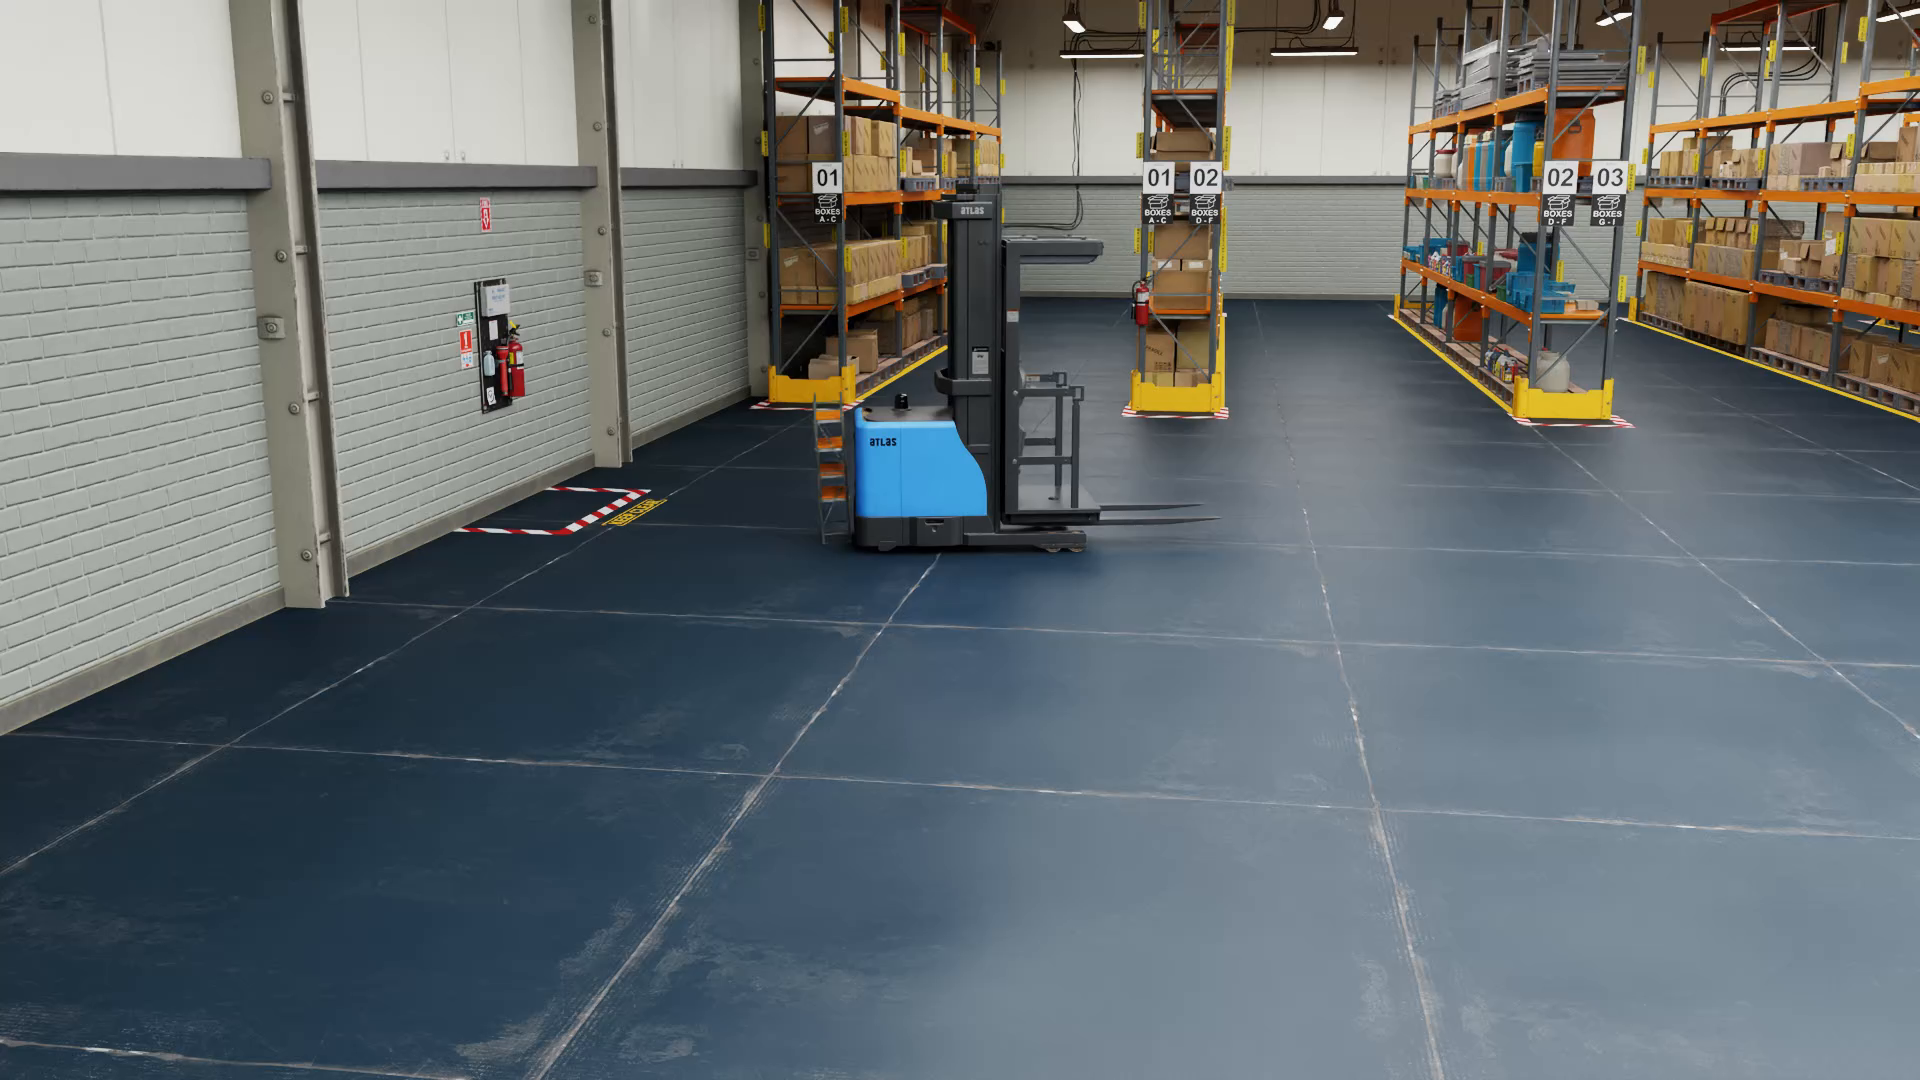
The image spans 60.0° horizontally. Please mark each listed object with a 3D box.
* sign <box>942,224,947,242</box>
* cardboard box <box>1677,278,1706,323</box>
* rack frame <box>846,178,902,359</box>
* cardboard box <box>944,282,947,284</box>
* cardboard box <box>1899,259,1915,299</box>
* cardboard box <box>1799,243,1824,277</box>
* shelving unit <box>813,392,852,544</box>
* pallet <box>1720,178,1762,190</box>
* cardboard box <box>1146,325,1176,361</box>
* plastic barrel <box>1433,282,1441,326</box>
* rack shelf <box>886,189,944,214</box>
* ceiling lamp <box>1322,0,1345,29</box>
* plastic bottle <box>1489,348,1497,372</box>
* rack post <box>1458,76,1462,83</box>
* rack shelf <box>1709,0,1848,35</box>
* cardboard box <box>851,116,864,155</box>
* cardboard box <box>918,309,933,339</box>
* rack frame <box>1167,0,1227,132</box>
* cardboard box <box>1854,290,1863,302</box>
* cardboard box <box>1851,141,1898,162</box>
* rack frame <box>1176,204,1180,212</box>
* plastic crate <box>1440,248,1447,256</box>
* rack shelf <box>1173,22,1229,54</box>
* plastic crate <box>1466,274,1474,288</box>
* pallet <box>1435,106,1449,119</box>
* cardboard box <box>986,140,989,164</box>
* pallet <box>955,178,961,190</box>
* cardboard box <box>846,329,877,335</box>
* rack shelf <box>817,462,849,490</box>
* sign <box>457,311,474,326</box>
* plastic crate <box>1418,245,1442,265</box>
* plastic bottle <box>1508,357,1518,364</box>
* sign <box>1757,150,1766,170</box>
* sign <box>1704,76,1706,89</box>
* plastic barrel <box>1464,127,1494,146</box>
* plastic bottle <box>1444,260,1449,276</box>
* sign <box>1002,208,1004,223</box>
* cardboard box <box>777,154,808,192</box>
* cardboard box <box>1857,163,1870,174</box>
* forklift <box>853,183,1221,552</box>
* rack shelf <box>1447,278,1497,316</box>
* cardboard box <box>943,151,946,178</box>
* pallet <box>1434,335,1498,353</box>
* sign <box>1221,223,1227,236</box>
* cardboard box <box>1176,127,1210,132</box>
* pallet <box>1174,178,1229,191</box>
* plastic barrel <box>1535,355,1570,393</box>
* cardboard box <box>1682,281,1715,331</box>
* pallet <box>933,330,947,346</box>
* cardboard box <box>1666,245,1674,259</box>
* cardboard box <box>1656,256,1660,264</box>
[{"bbox_3d":[-0.274,-5.531,29.976,0.100,0.325,0.005,2,12,9],"label":"sign"},{"bbox_3d":[14.667,-4.672,32.597,0.875,0.875,0.875,2,12,9],"label":"cardboard box"},{"bbox_3d":[-1.427,-4.186,26.299,1.000,3.000,0.127,2,12,9],"label":"rack frame"},{"bbox_3d":[-0.302,-4.681,32.702,0.750,0.750,0.750,2,12,10],"label":"cardboard box"},{"bbox_3d":[12.830,-3.391,21.664,0.875,0.500,0.500,2,12,9],"label":"cardboard box"},{"bbox_3d":[13.431,-4.325,25.698,0.797,0.503,0.637,3,13,14],"label":"cardboard box"},{"bbox_3d":[-1.072,-0.609,13.942,0.258,1.200,0.503,-4,12,-4],"label":"shelving unit"},{"bbox_3d":[14.087,-6.280,29.343,1.003,0.211,1.213,2,12,11],"label":"pallet"},{"bbox_3d":[2.781,-2.752,23.391,0.500,0.500,0.500,2,12,9],"label":"cardboard box"},{"bbox_3d":[9.492,-4.598,32.191,0.600,0.901,0.708,2,12,9],"label":"plastic barrel"},{"bbox_3d":[-1.120,-5.717,27.990,1.077,0.370,4.000,2,12,9],"label":"rack shelf"},{"bbox_3d":[7.240,-11.216,30.822,0.800,3.185,2.000,2,12,9],"label":"ceiling lamp"},{"bbox_3d":[7.828,-2.631,24.325,0.144,0.351,0.185,2,12,10],"label":"plastic bottle"},{"bbox_3d":[9.000,-8.048,28.754,0.624,0.289,0.986,2,12,9],"label":"rack post"},{"bbox_3d":[14.179,-9.160,28.954,1.077,0.370,4.000,2,12,9],"label":"rack shelf"},{"bbox_3d":[-1.616,-5.543,22.814,0.500,0.500,0.500,2,12,8],"label":"cardboard box"},{"bbox_3d":[-0.871,-3.861,29.676,0.700,0.500,0.500,2,12,9],"label":"cardboard box"},{"bbox_3d":[4.083,-7.792,28.789,1.000,3.000,0.127,2,12,9],"label":"rack frame"},{"bbox_3d":[12.863,-3.443,23.444,0.380,0.149,0.250,2,12,9],"label":"cardboard box"},{"bbox_3d":[13.426,-5.522,24.133,0.797,0.503,0.637,1,12,6],"label":"cardboard box"},{"bbox_3d":[5.314,-6.525,37.149,1.000,3.000,0.127,2,12,9],"label":"rack frame"},{"bbox_3d":[10.009,-5.814,33.990,0.437,0.282,0.530,2,12,9],"label":"plastic crate"},{"bbox_3d":[5.006,-10.314,34.311,1.077,0.370,4.000,2,12,9],"label":"rack shelf"},{"bbox_3d":[8.351,-4.133,26.556,0.450,0.188,0.662,2,12,9],"label":"plastic crate"},{"bbox_3d":[9.495,-8.002,31.163,1.003,0.211,1.213,2,12,9],"label":"pallet"},{"bbox_3d":[0.333,-8.215,35.214,0.500,0.500,0.500,2,12,9],"label":"cardboard box"},{"bbox_3d":[-0.596,-6.762,31.577,1.003,0.211,1.213,2,12,11],"label":"pallet"},{"bbox_3d":[-1.547,-2.962,25.507,0.500,0.500,0.500,1,12,4],"label":"cardboard box"},{"bbox_3d":[-1.069,-0.544,13.956,0.258,0.148,0.480,-4,12,-4],"label":"rack shelf"},{"bbox_3d":[-4.308,-1.931,14.489,0.001,0.109,0.331,2,12,9],"label":"sign"},{"bbox_3d":[9.327,-5.660,33.034,0.392,0.384,0.575,2,12,9],"label":"plastic crate"},{"bbox_3d":[7.884,-2.467,23.742,0.152,0.276,0.135,2,12,9],"label":"plastic bottle"},{"bbox_3d":[13.324,-6.315,27.641,0.100,0.325,0.005,2,12,9],"label":"sign"},{"bbox_3d":[15.635,-9.610,34.822,0.100,0.325,0.005,2,12,9],"label":"sign"},{"bbox_3d":[9.481,-7.087,30.452,0.600,0.901,0.708,2,12,9],"label":"plastic barrel"},{"bbox_3d":[8.749,-4.886,29.849,0.097,0.271,0.097,0,12,0],"label":"plastic bottle"},{"bbox_3d":[0.952,-7.346,37.648,0.100,0.325,0.005,2,12,9],"label":"sign"},{"bbox_3d":[-2.228,-4.974,22.548,0.500,0.500,0.500,3,12,13],"label":"cardboard box"},{"bbox_3d":[12.901,-5.235,23.455,0.380,0.149,0.250,2,12,7],"label":"cardboard box"},{"bbox_3d":[0.629,-1.443,13.732,3.031,2.935,1.130,-1,12,-4],"label":"forklift"},{"bbox_3d":[8.669,-3.930,26.817,1.077,0.370,4.000,2,12,9],"label":"rack shelf"},{"bbox_3d":[-0.667,-7.079,31.319,0.700,0.500,0.500,3,12,12],"label":"cardboard box"},{"bbox_3d":[9.057,-3.500,29.735,1.003,0.211,1.213,2,12,9],"label":"pallet"},{"bbox_3d":[4.632,-5.408,29.219,0.100,0.325,0.005,2,12,9],"label":"sign"},{"bbox_3d":[3.602,-6.119,25.724,0.500,0.500,0.500,2,12,9],"label":"cardboard box"},{"bbox_3d":[3.898,-5.856,27.376,1.003,0.211,1.213,2,12,11],"label":"pallet"},{"bbox_3d":[7.772,-2.161,21.811,0.421,0.512,0.421,0,12,0],"label":"plastic barrel"},{"bbox_3d":[14.408,-4.403,31.351,1.225,0.875,0.875,2,12,9],"label":"cardboard box"},{"bbox_3d":[-0.616,-3.818,31.207,1.003,0.211,1.213,2,12,9],"label":"pallet"},{"bbox_3d":[14.450,-5.757,33.236,0.500,0.250,0.500,2,12,10],"label":"cardboard box"},{"bbox_3d":[14.525,-5.749,34.147,0.380,0.149,0.250,2,12,8],"label":"cardboard box"}]
